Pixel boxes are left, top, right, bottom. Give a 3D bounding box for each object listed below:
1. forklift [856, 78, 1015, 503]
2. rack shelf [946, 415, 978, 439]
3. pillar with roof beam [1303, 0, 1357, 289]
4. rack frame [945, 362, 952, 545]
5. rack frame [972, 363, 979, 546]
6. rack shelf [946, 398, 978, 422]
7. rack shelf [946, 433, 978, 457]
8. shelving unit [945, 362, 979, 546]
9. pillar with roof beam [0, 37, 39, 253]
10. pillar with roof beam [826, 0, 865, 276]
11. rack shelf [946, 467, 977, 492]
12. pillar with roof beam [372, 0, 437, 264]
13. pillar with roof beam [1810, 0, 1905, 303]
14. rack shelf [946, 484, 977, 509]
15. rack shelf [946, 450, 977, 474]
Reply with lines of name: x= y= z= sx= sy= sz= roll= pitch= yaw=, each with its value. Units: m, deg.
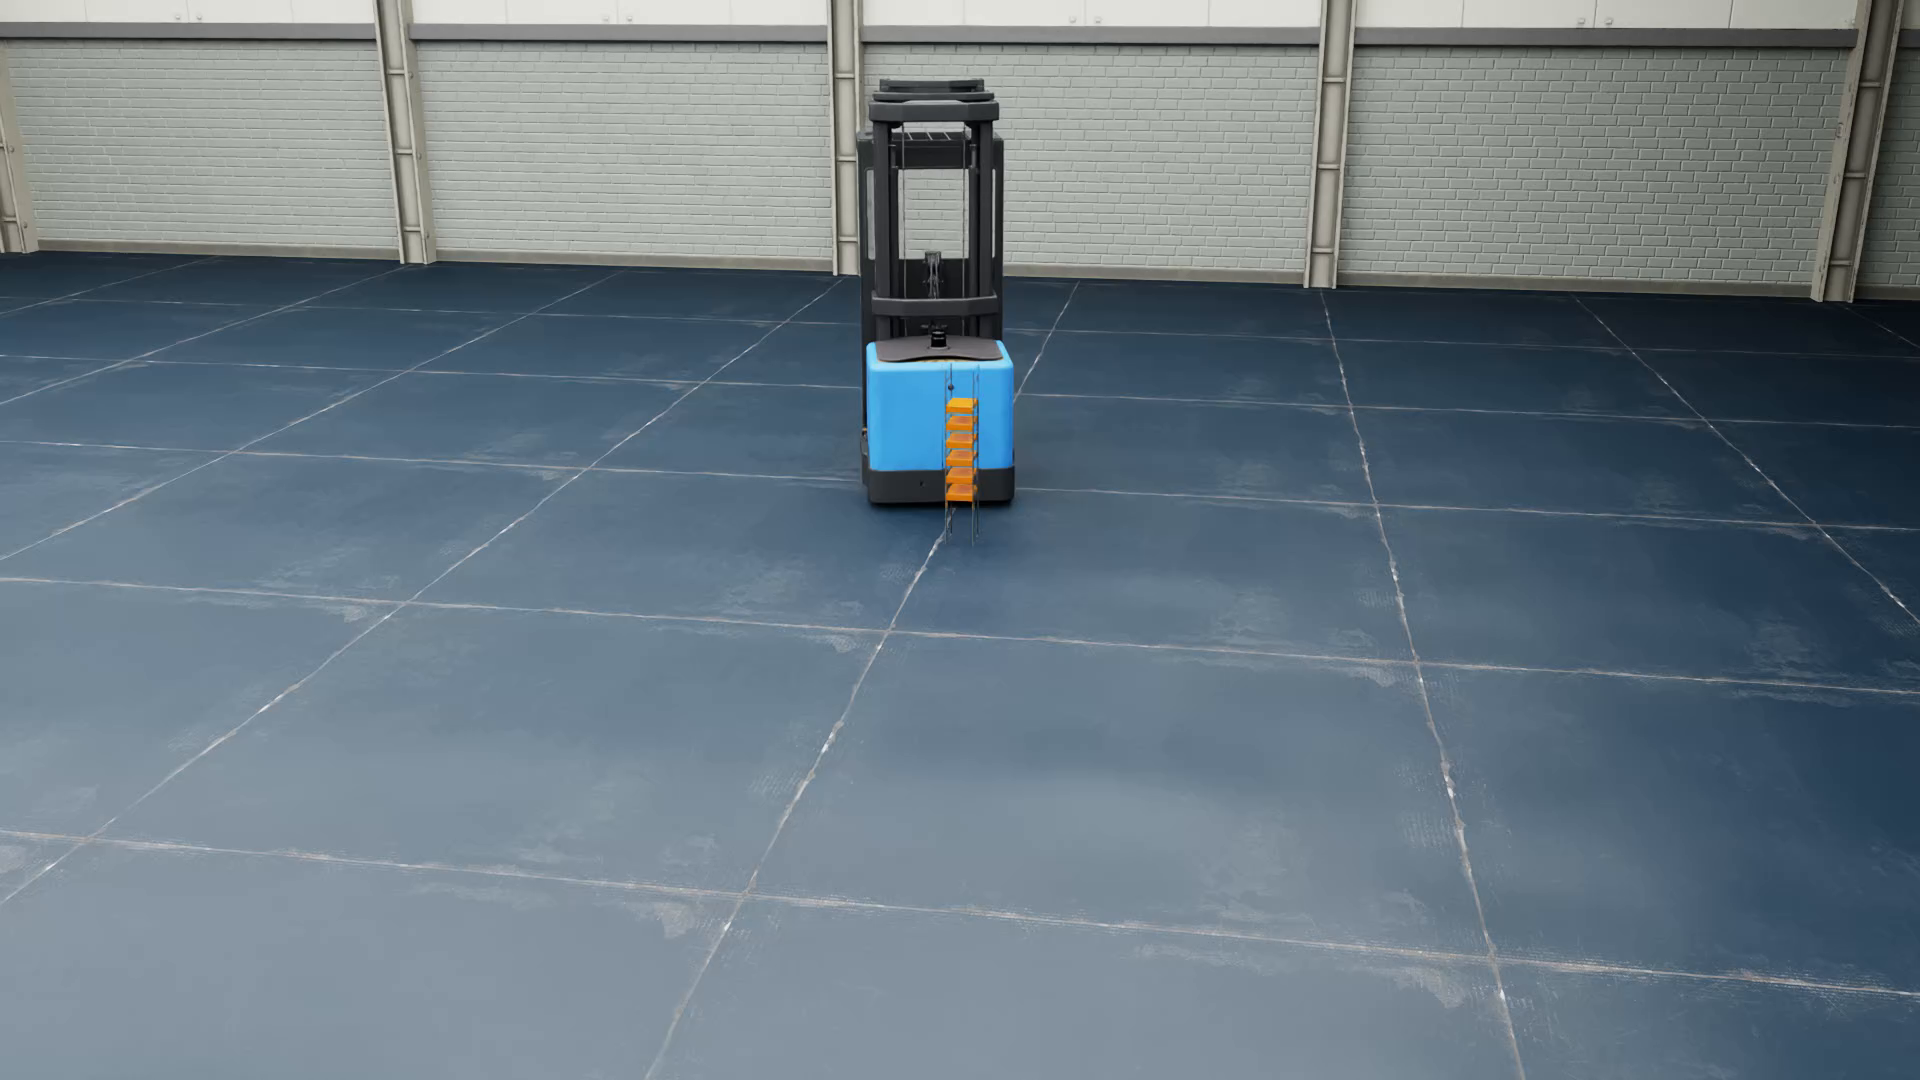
forklift: x=-0.236 y=-2.073 z=12.878 sx=1.130 sy=2.935 sz=3.031 roll=-1 pitch=19 yaw=-4
rack shelf: x=0.014 y=-0.754 z=11.048 sx=0.180 sy=0.103 sz=0.258 roll=3 pitch=19 yaw=9
pillar with roof beam: x=3.814 y=-6.094 z=15.335 sx=0.400 sy=9.000 sz=9.100 roll=3 pitch=19 yaw=9
rack frame: x=-0.076 y=-0.573 z=11.124 sx=0.006 sy=1.200 sz=0.240 roll=3 pitch=19 yaw=9
rack frame: x=0.105 y=-0.564 z=11.097 sx=0.006 sy=1.200 sz=0.240 roll=3 pitch=19 yaw=9
rack shelf: x=0.014 y=-0.868 z=11.010 sx=0.180 sy=0.103 sz=0.258 roll=3 pitch=19 yaw=9
rack shelf: x=0.014 y=-0.640 z=11.087 sx=0.180 sy=0.103 sz=0.258 roll=3 pitch=19 yaw=9
shelving unit: x=0.014 y=-0.568 z=11.111 sx=0.189 sy=1.200 sz=0.258 roll=3 pitch=19 yaw=9
pillar with roof beam: x=-13.959 y=-7.000 z=18.042 sx=0.400 sy=9.000 sz=9.100 roll=3 pitch=19 yaw=9
pillar with roof beam: x=-2.110 y=-6.396 z=16.237 sx=0.400 sy=9.000 sz=9.100 roll=3 pitch=19 yaw=9
rack shelf: x=0.014 y=-0.412 z=11.163 sx=0.180 sy=0.103 sz=0.258 roll=3 pitch=19 yaw=9
pillar with roof beam: x=-8.034 y=-6.698 z=17.140 sx=0.400 sy=9.000 sz=9.100 roll=3 pitch=19 yaw=9
pillar with roof beam: x=9.738 y=-5.792 z=14.432 sx=0.400 sy=9.000 sz=9.100 roll=3 pitch=19 yaw=9
rack shelf: x=0.014 y=-0.299 z=11.201 sx=0.180 sy=0.103 sz=0.258 roll=3 pitch=19 yaw=9
rack shelf: x=0.014 y=-0.526 z=11.125 sx=0.180 sy=0.103 sz=0.258 roll=3 pitch=19 yaw=9
